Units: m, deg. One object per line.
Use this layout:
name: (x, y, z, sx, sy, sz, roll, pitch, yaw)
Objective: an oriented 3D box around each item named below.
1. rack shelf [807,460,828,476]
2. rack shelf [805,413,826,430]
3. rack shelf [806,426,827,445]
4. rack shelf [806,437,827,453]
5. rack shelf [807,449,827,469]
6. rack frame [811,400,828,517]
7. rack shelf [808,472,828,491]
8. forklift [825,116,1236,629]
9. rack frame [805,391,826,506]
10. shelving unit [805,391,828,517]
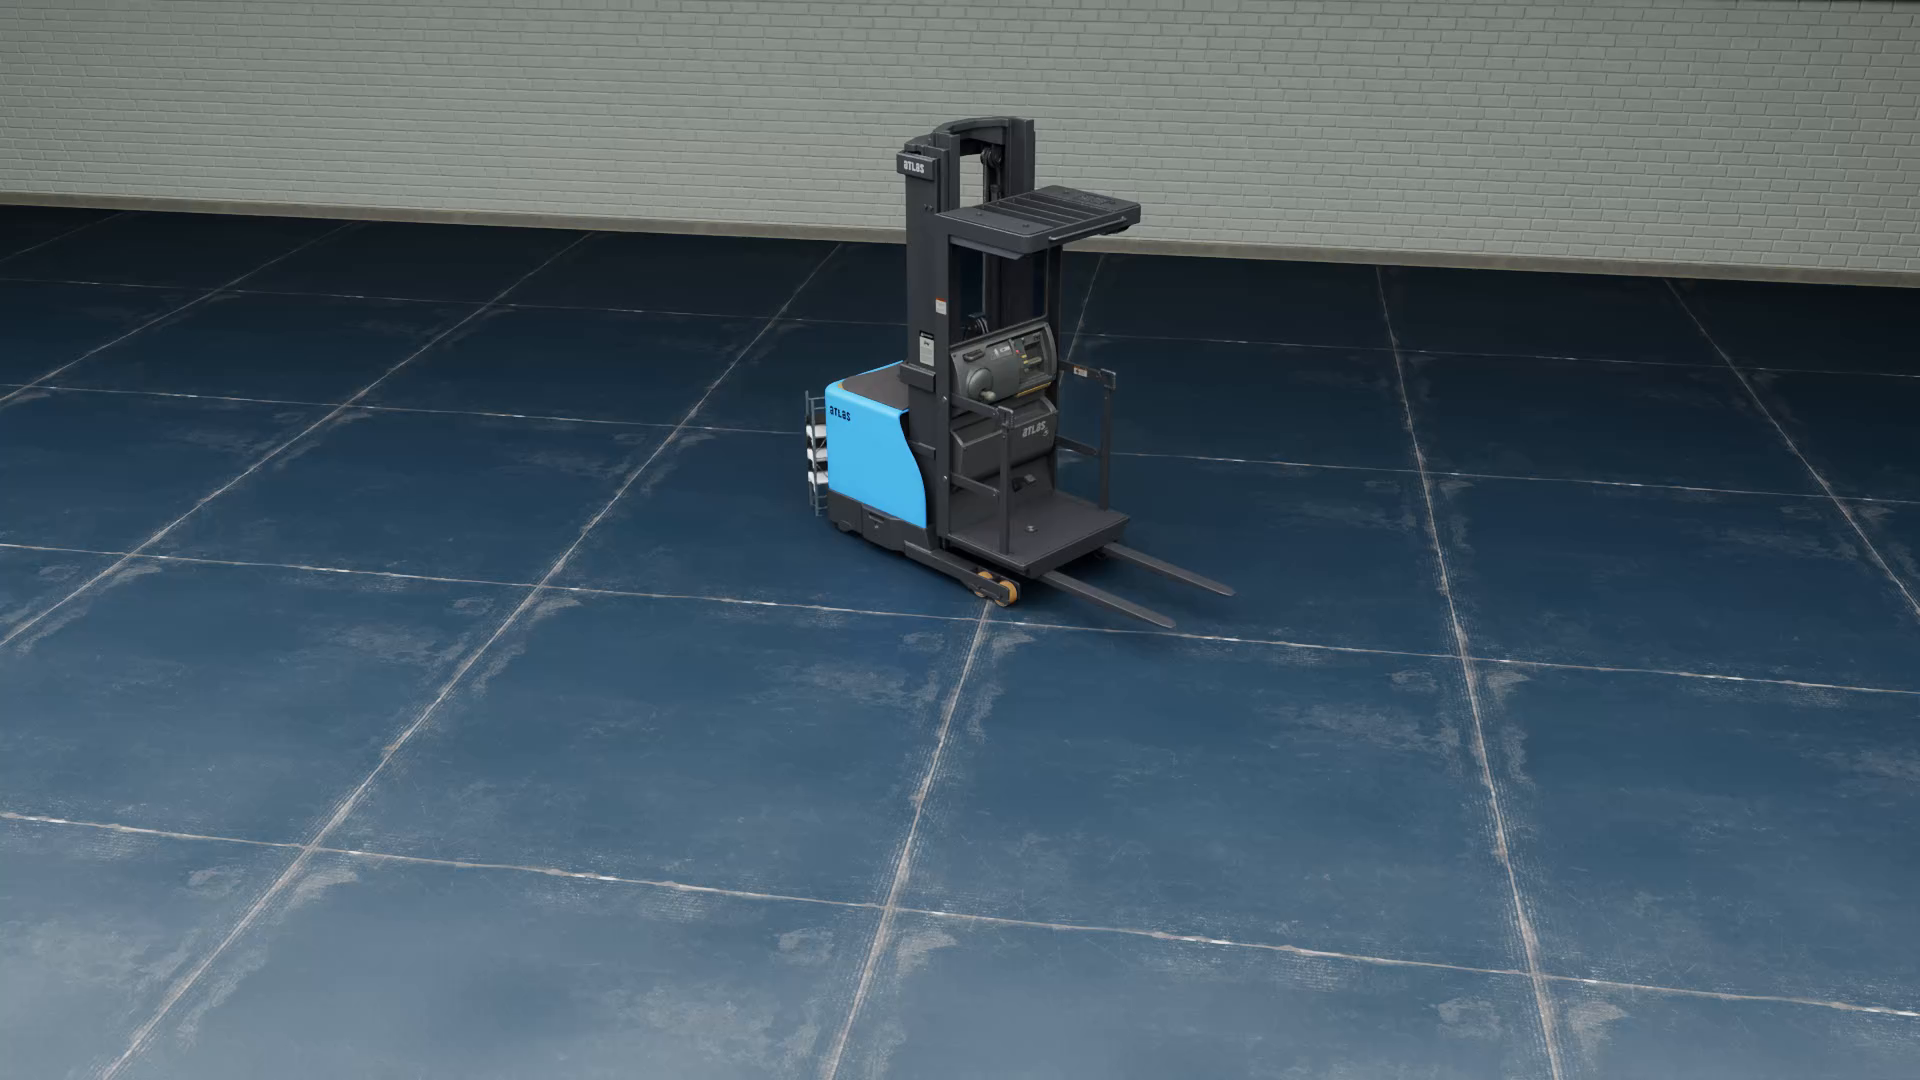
rack shelf: (-0.968, -0.524, 12.141, 0.258, 0.077, 0.200, -7, 26, -15)
rack shelf: (-0.969, -0.850, 11.990, 0.258, 0.077, 0.200, -7, 26, -15)
rack shelf: (-0.969, -0.769, 12.028, 0.258, 0.077, 0.200, -7, 26, -15)
rack shelf: (-0.968, -0.687, 12.066, 0.258, 0.077, 0.200, -7, 26, -15)
rack shelf: (-0.968, -0.605, 12.104, 0.258, 0.077, 0.200, -7, 26, -15)
rack frame: (-0.940, -0.595, 12.001, 0.240, 0.900, 0.006, -7, 26, -15)
rack shelf: (-0.968, -0.442, 12.179, 0.258, 0.077, 0.200, -7, 26, -15)
forklift: (0.444, -1.141, 10.775, 3.031, 2.935, 1.130, 23, 33, 40)
rack frame: (-0.997, -0.677, 12.178, 0.240, 0.900, 0.006, -7, 26, -15)
shelving unit: (-0.968, -0.636, 12.090, 0.258, 0.900, 0.210, -7, 26, -15)
